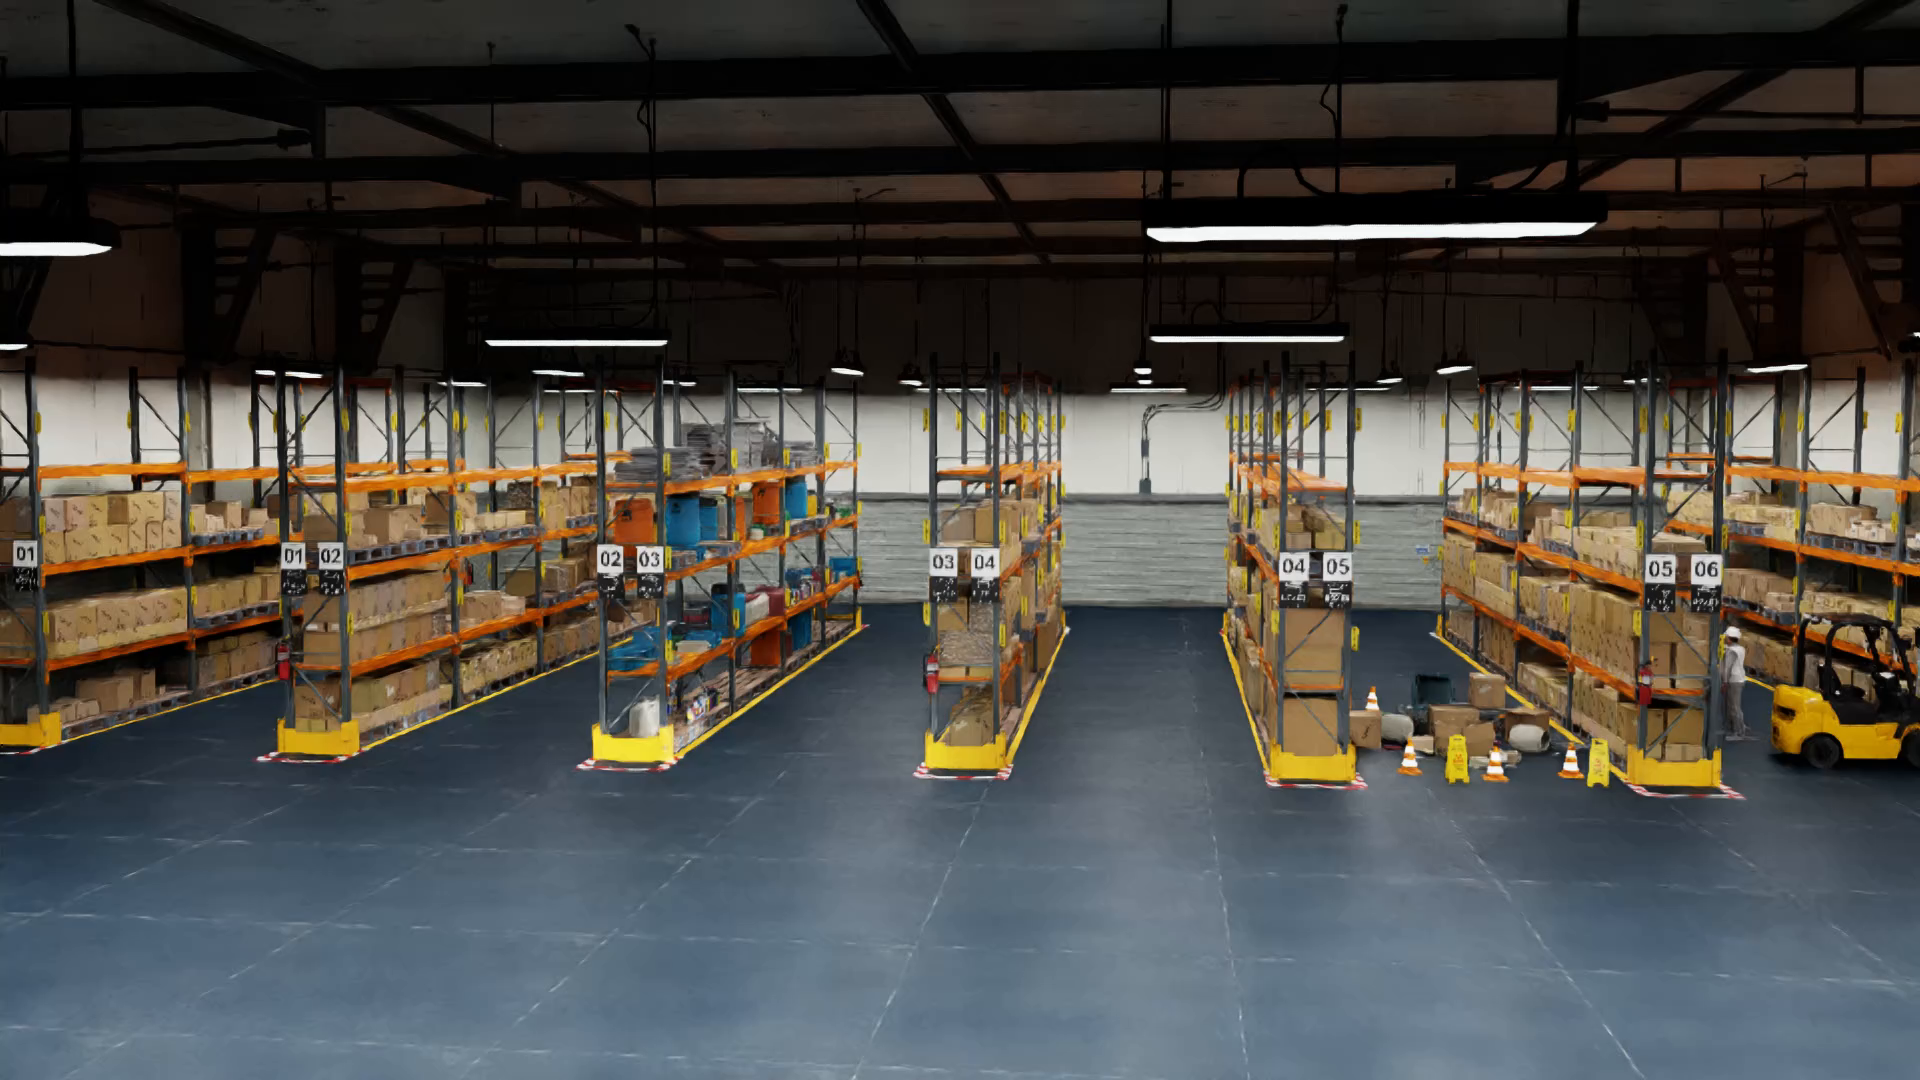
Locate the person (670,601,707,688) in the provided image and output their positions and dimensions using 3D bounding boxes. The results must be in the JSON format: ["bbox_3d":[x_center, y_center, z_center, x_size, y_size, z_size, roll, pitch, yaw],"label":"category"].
[{"bbox_3d":[-5.083,1.957,31.393,0.503,1.637,0.908,2,4,22],"label":"person"}]

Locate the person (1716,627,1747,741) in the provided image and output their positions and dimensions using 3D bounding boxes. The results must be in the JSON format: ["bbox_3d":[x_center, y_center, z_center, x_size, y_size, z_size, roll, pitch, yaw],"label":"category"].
[{"bbox_3d":[12.153,2.246,26.254,0.576,1.768,0.626,3,5,38],"label":"person"}]

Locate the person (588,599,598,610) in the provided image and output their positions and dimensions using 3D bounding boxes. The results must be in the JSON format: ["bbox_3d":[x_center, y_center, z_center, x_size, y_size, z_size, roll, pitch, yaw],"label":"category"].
[{"bbox_3d":[-9.864,1.003,44.269,0.553,1.709,1.033,1,4,9],"label":"person"}]
